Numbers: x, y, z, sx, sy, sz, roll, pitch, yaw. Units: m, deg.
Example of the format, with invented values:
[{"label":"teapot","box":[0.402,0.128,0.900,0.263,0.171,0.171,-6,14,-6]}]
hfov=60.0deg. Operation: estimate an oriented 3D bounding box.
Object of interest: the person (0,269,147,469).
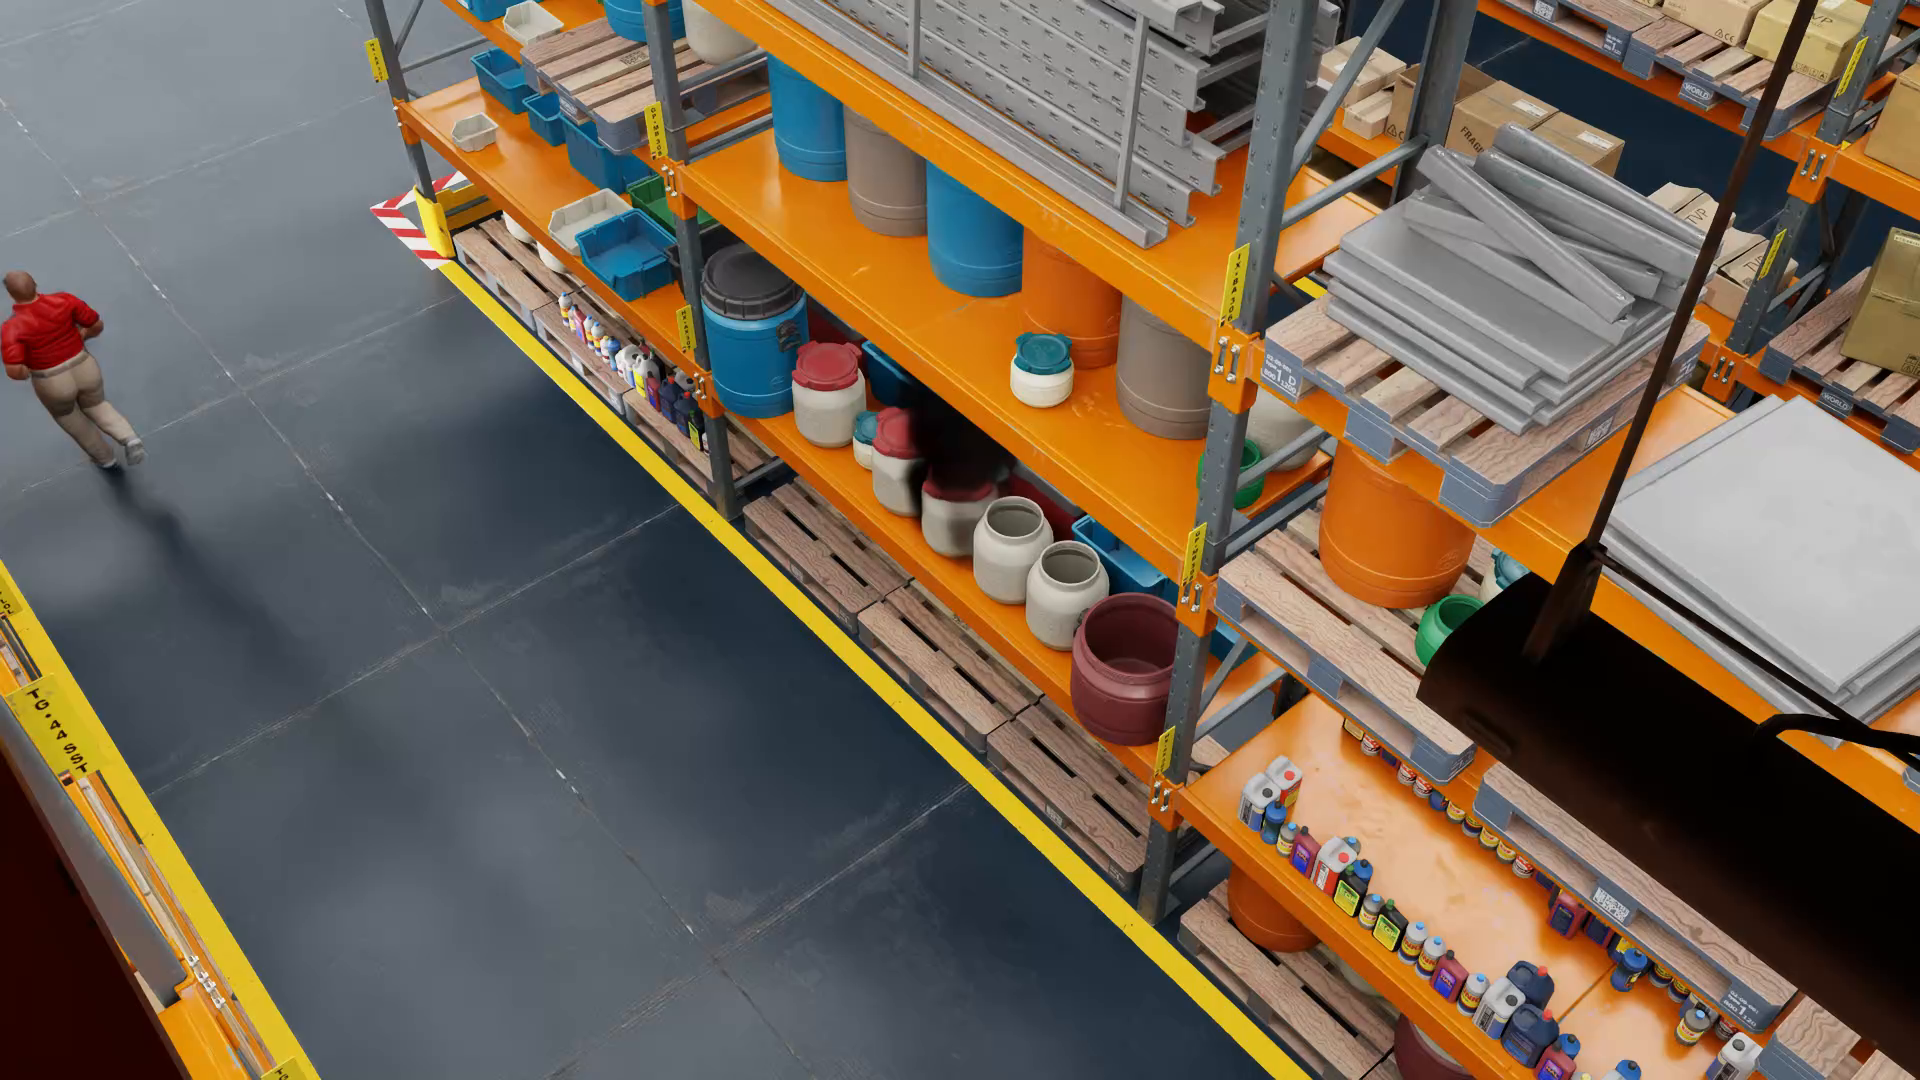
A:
[{"label":"person","box":[-5.796,-1.037,10.834,0.692,1.710,0.673,30,53,25]}]
